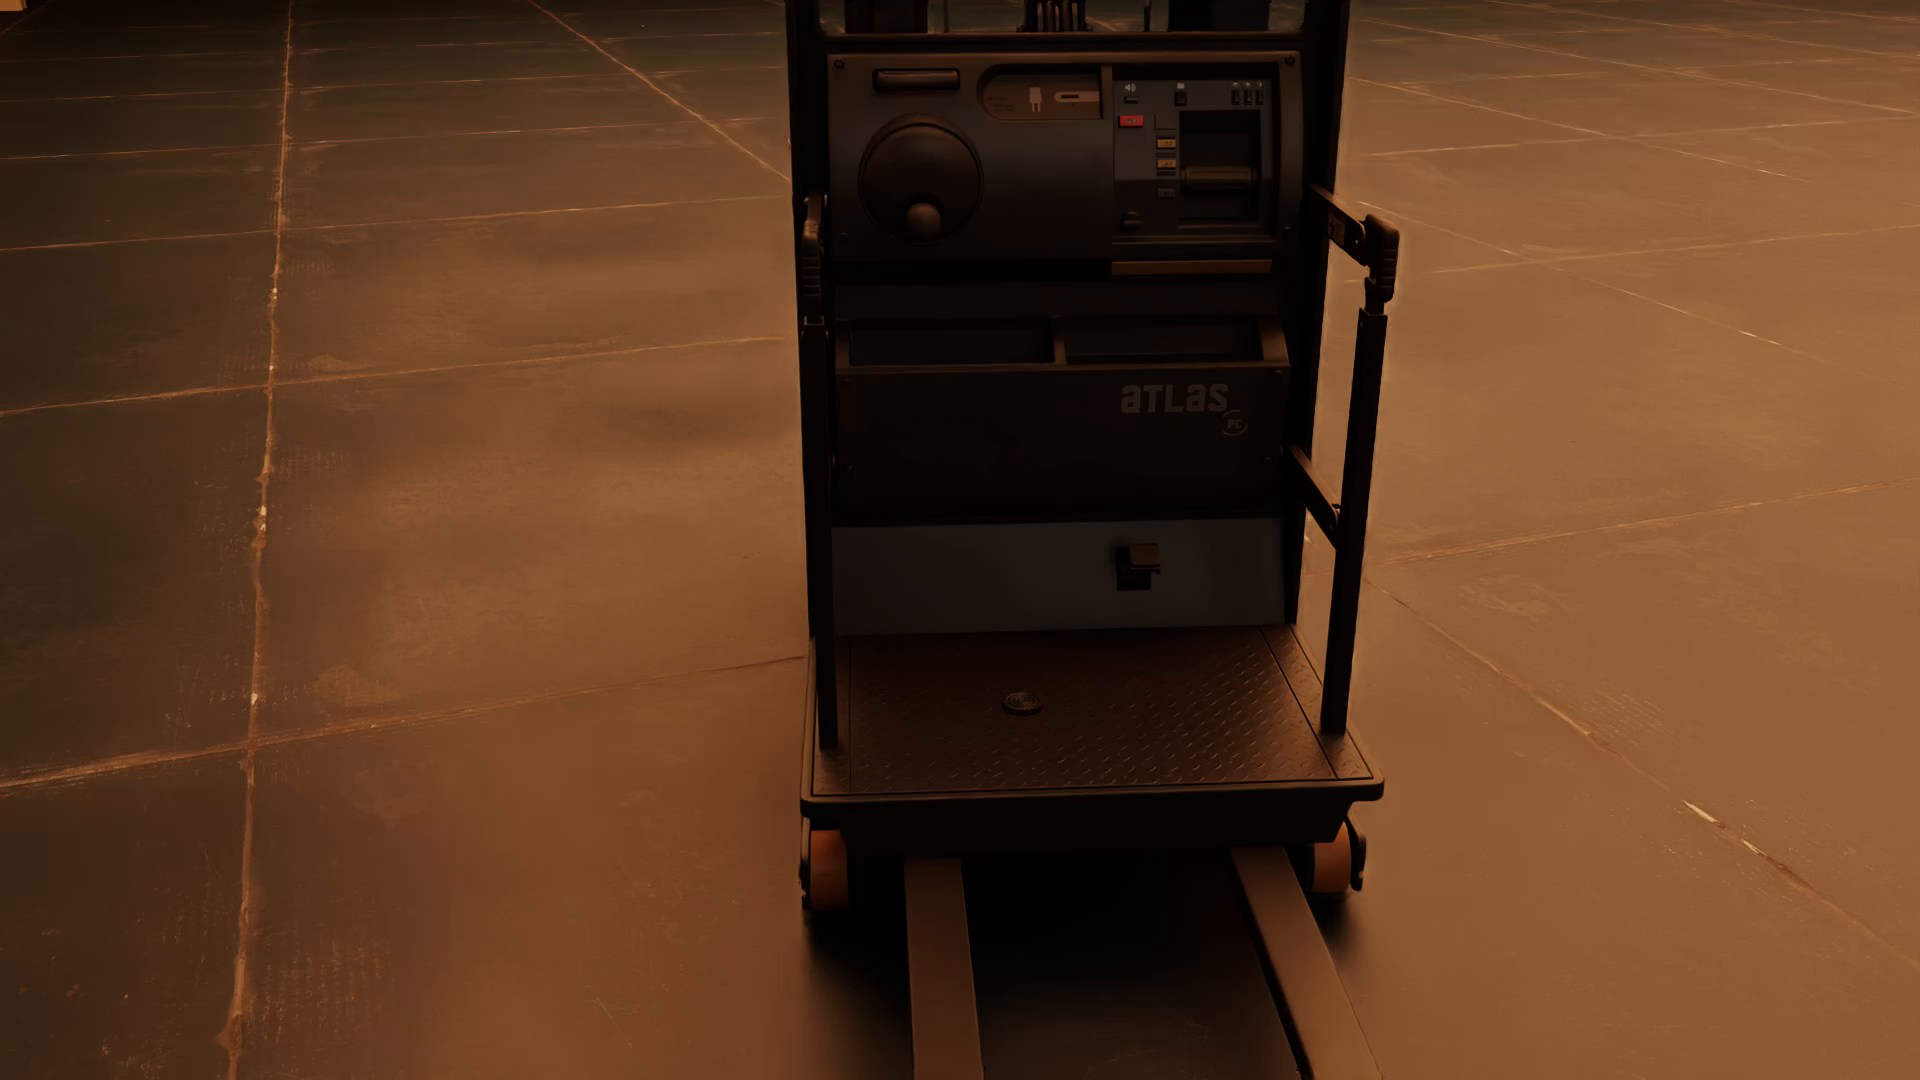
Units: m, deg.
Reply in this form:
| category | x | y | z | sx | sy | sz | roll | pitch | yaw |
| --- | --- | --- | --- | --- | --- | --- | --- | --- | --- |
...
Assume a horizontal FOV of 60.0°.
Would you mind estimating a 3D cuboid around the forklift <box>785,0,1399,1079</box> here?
| category | x | y | z | sx | sy | sz | roll | pitch | yaw |
| --- | --- | --- | --- | --- | --- | --- | --- | --- | --- |
| forklift | 0.223 | -0.741 | 3.061 | 1.130 | 2.935 | 3.031 | -1 | 23 | -3 |

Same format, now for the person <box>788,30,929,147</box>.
| category | x | y | z | sx | sy | sz | roll | pitch | yaw |
| --- | --- | --- | --- | --- | --- | --- | --- | --- | --- |
| person | -0.181 | -1.072 | 5.738 | 0.703 | 1.538 | 0.962 | -11 | 25 | -25 |
